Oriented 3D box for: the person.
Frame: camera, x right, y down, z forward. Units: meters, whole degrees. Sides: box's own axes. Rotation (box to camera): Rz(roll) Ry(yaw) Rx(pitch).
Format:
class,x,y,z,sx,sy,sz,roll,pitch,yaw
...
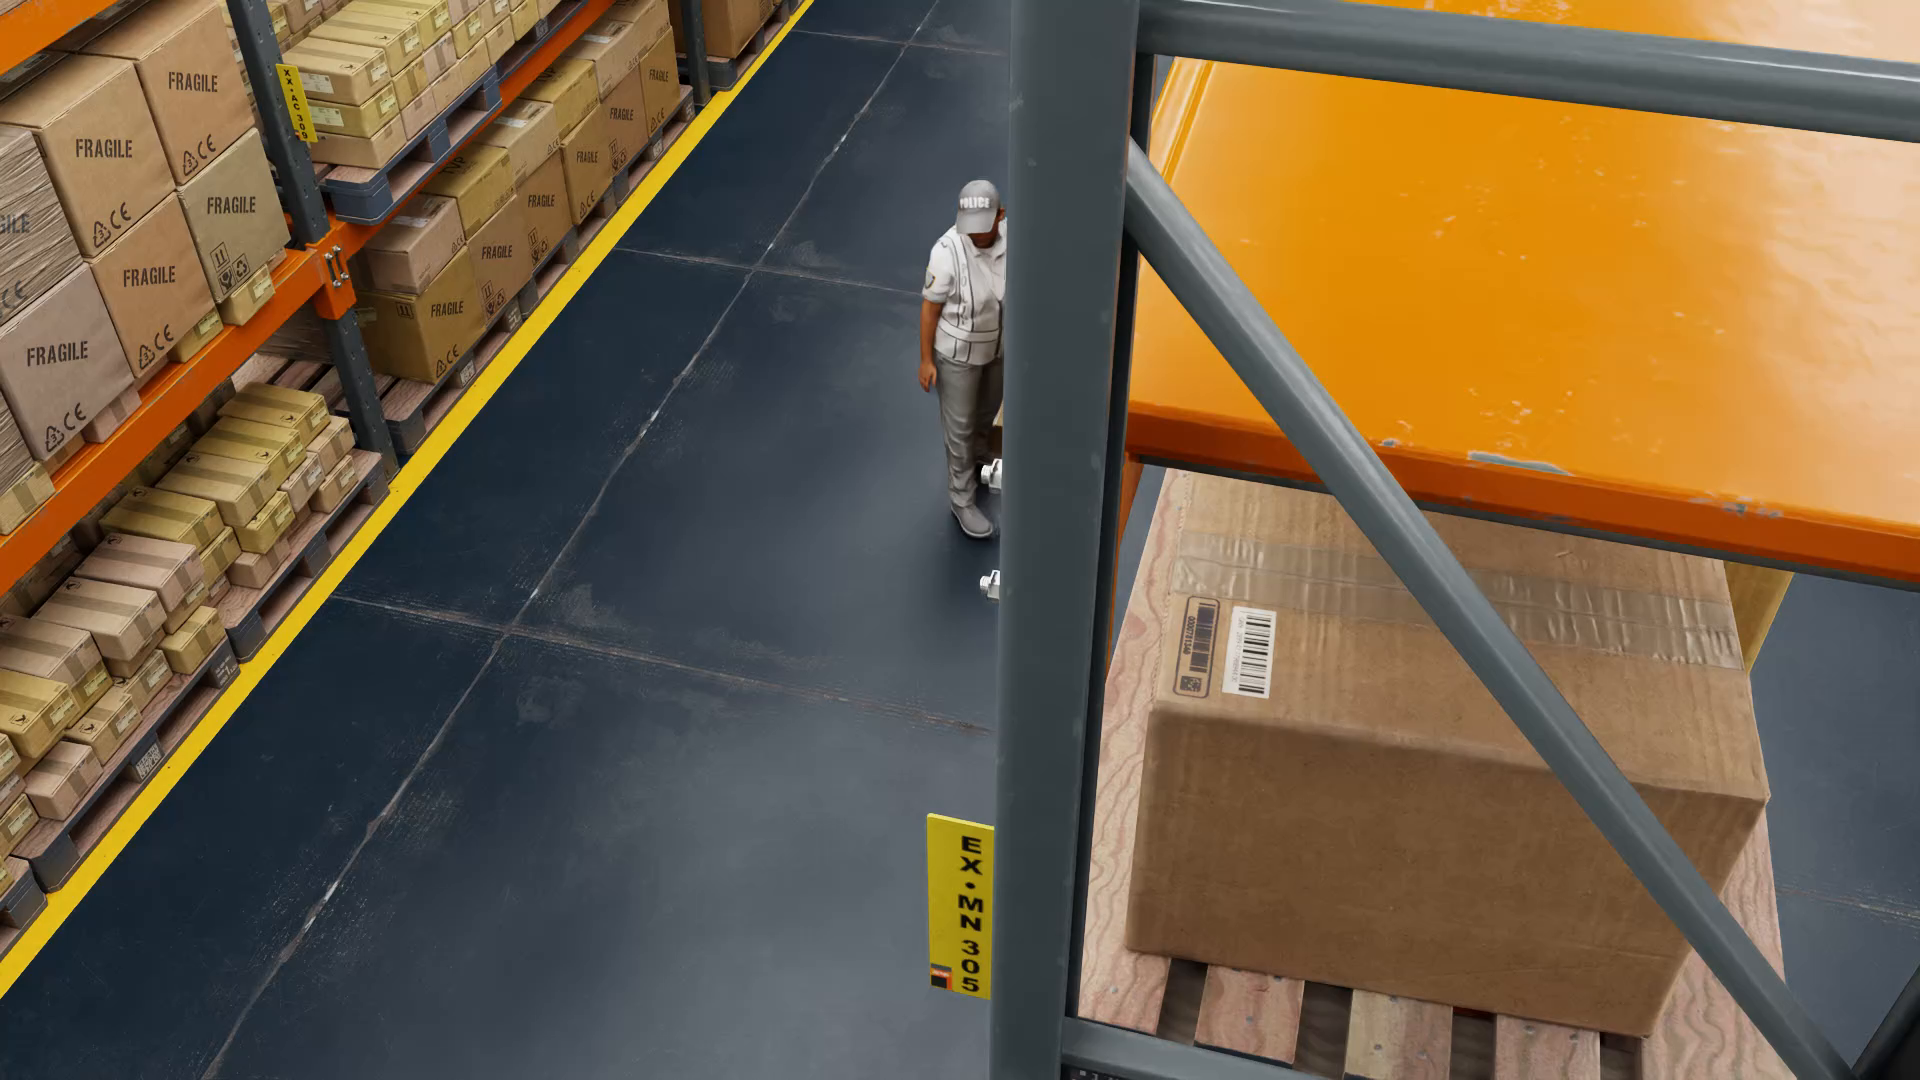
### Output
class,x,y,z,sx,sy,sz,roll,pitch,yaw
person,0.088,-0.835,7.247,0.560,1.646,0.624,-22,46,-23
